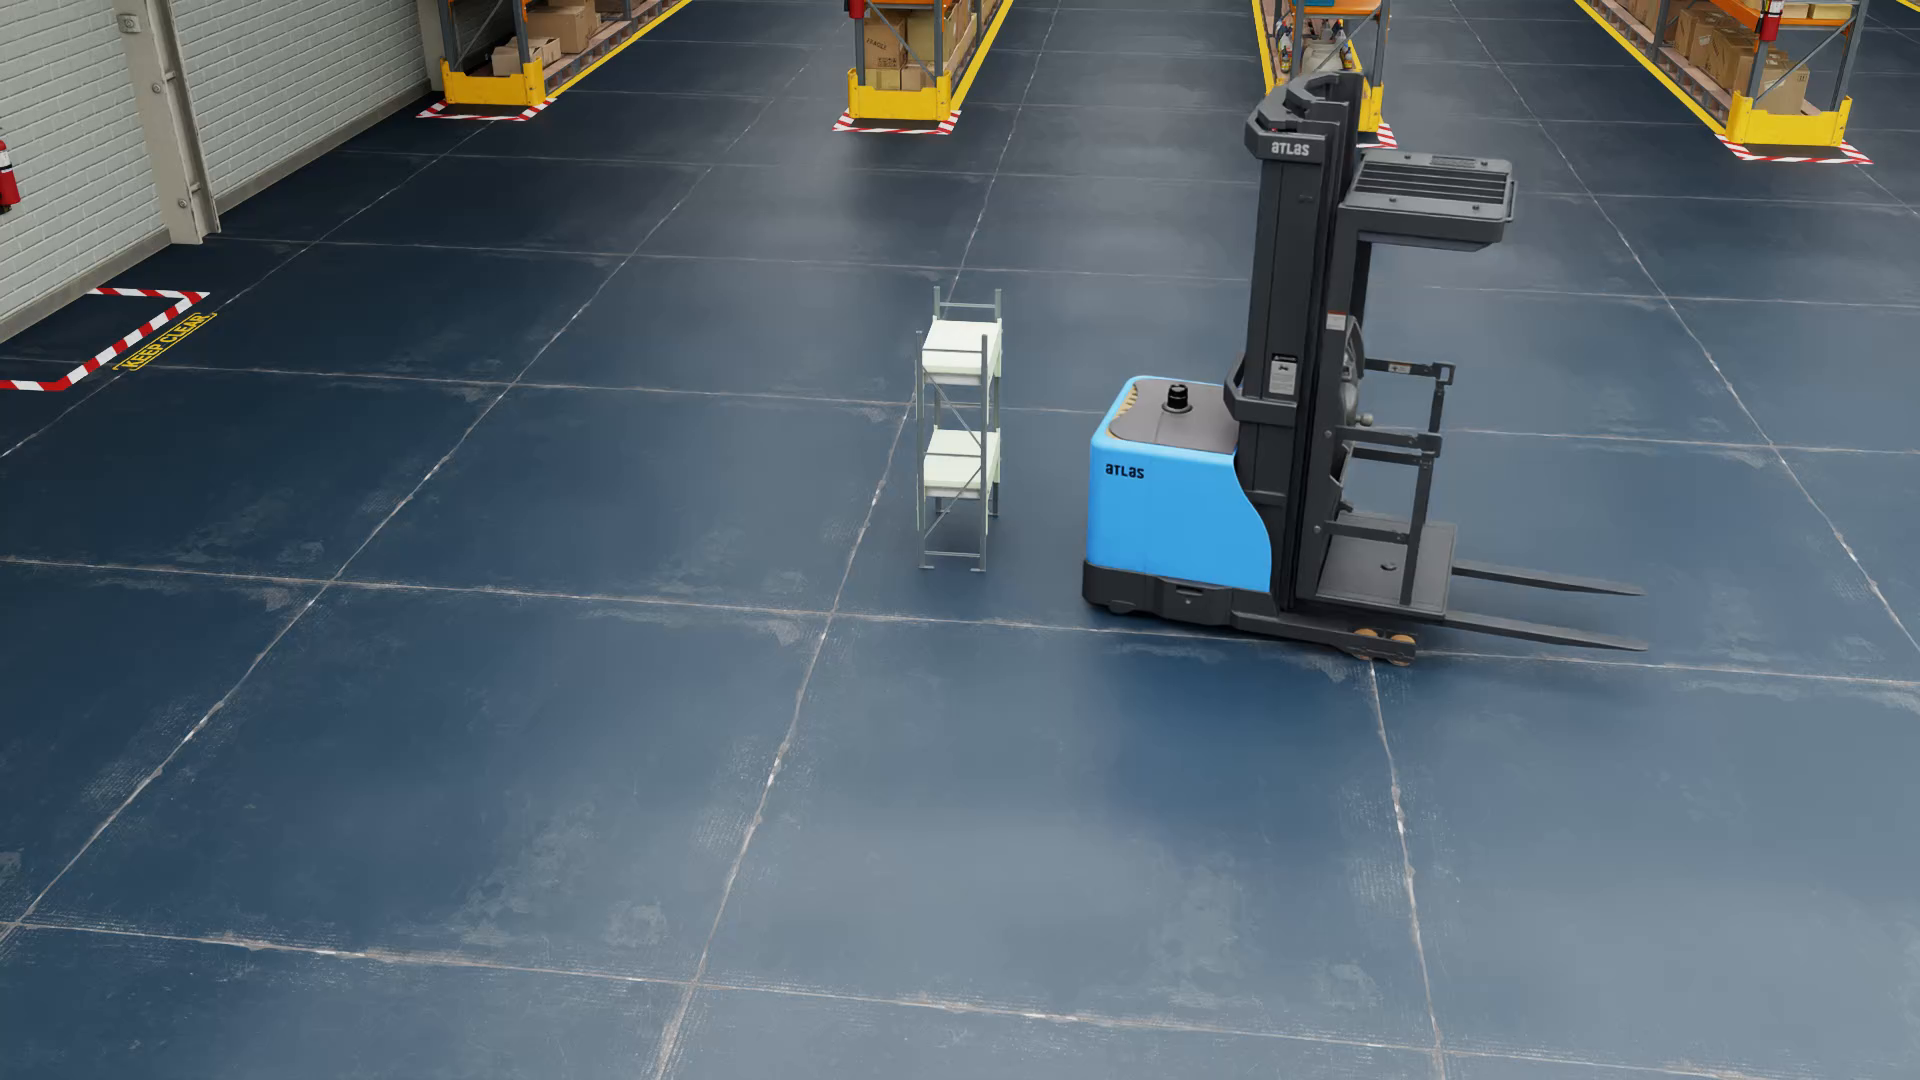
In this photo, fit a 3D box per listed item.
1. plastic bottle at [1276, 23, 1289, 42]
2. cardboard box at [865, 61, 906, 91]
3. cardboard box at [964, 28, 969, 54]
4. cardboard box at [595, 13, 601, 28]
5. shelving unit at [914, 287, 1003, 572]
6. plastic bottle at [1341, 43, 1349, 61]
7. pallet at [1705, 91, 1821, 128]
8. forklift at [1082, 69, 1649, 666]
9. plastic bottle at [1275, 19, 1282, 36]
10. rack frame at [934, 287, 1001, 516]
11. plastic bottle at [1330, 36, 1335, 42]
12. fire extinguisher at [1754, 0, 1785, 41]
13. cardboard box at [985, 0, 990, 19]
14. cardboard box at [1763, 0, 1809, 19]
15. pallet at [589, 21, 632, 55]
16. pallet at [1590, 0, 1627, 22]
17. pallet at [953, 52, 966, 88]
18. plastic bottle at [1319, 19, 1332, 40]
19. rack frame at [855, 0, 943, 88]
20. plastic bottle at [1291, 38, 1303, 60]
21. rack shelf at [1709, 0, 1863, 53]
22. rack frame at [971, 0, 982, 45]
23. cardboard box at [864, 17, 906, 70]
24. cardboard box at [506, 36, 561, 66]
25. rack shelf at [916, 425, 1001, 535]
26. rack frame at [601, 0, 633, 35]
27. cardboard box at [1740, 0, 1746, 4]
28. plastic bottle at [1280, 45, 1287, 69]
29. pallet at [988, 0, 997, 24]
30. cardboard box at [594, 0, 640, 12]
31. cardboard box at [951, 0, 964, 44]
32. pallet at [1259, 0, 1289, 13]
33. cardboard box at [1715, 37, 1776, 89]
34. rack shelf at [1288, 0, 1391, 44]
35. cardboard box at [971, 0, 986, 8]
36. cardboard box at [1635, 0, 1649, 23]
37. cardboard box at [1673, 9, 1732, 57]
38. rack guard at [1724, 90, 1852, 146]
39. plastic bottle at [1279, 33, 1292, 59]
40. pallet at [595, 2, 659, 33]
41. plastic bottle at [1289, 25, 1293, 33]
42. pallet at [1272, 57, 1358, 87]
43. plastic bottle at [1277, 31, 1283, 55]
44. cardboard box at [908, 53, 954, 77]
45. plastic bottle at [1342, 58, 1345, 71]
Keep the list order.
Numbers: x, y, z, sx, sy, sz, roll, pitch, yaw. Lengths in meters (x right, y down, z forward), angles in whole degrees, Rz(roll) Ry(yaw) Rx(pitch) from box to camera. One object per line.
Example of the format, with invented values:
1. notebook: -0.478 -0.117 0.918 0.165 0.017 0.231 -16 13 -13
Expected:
1. plastic bottle: 4.220 -6.612 21.768 0.152 0.276 0.135 4 29 8
2. cardboard box: -0.927 -5.546 19.839 0.500 0.250 0.500 3 28 6
3. cardboard box: -0.167 -6.458 21.530 0.500 0.250 0.500 3 28 6
4. cardboard box: -5.162 -7.164 22.909 0.380 0.166 0.250 0 28 0
5. shelving unit: -0.001 -0.657 9.888 0.431 1.500 0.755 3 28 6
6. plastic bottle: 4.802 -6.049 20.728 0.097 0.271 0.097 0 28 0
7. pallet: 9.276 -4.913 19.148 1.003 0.211 1.213 3 28 6
8. forklift: 2.274 -0.894 8.819 3.031 2.935 1.130 9 30 16
9. plastic bottle: 4.232 -6.764 22.055 0.097 0.271 0.097 0 28 0
10. rack frame: 0.044 -0.829 10.208 0.400 1.500 0.023 3 28 6
11. plastic bottle: 4.721 -6.261 21.109 0.061 0.283 0.133 3 28 6
12. fire extinguisher: 8.661 -5.664 17.682 0.296 0.674 0.183 3 28 6
13. cardboard box: 0.150 -7.576 23.605 0.500 0.250 0.500 4 29 7
14. cardboard box: 8.962 -5.760 18.045 0.380 0.149 0.250 3 28 6
15. pallet: -5.173 -6.926 22.882 1.003 0.211 1.213 3 28 6
16. pallet: 10.015 -7.895 24.682 1.003 0.211 1.213 3 28 6
17. pallet: -0.495 -6.010 21.183 1.003 0.211 1.213 3 28 6
18. plastic bottle: 4.770 -6.612 21.689 0.144 0.351 0.185 3 28 6
19. rack frame: -0.699 -6.302 18.786 1.000 3.000 0.127 3 28 6
20. plastic bottle: 4.271 -6.249 21.094 0.152 0.276 0.135 3 28 6
21. rack shelf: 9.377 -6.350 19.632 1.077 0.370 4.000 3 28 6
22. rack frame: -0.209 -8.185 22.281 1.000 3.000 0.127 3 28 6
23. cardboard box: -0.929 -5.877 19.661 0.500 0.500 0.500 3 28 6
24. cardboard box: -5.372 -6.187 20.943 0.500 0.311 0.500 6 29 10
25. rack shelf: -0.001 -0.370 10.043 0.431 0.370 0.720 3 28 6
26. rack frame: -5.126 -8.471 22.812 1.000 3.000 0.127 3 28 6
27. cardboard box: 9.019 -6.116 18.704 0.380 0.149 0.250 3 28 6
28. plastic bottle: 4.002 -5.957 20.544 0.061 0.283 0.133 4 29 7
29. pallet: -0.011 -7.883 24.659 1.003 0.211 1.213 3 28 6
30. cardboard box: -5.052 -7.912 23.945 0.700 0.500 0.500 4 29 8
31. cardboard box: -0.226 -6.552 20.915 0.500 0.500 0.500 3 28 6
32. pallet: 5.063 -8.188 25.227 1.003 0.211 1.213 3 28 6
33. cardboard box: 9.360 -5.679 19.822 0.500 0.500 0.500 6 29 11
34. rack shelf: 4.461 -6.637 20.166 1.077 0.370 4.000 3 28 6
35. cardboard box: 0.089 -7.587 23.034 0.500 0.311 0.500 3 29 6
36. cardboard box: 9.864 -7.476 23.135 0.700 0.500 0.500 1 28 2
37. cardboard box: 9.533 -6.506 21.357 0.500 0.500 0.500 3 28 5
38. rack guard: 9.141 -4.660 18.373 1.175 0.500 0.348 3 28 6
39. plastic bottle: 4.098 -6.191 20.908 0.144 0.351 0.185 5 29 8
40. pallet: -5.032 -7.610 24.154 1.003 0.211 1.213 3 28 6
41. plastic bottle: 4.339 -6.559 21.591 0.144 0.351 0.185 3 28 6
42. pallet: 4.436 -5.778 20.753 1.003 0.211 1.213 3 28 6
43. plastic bottle: 4.111 -6.373 21.318 0.061 0.283 0.133 5 29 8
44. cardboard box: -0.355 -5.752 20.220 0.500 0.250 0.500 3 28 6
45. plastic bottle: 4.760 -5.859 20.448 0.097 0.201 0.097 0 28 0
